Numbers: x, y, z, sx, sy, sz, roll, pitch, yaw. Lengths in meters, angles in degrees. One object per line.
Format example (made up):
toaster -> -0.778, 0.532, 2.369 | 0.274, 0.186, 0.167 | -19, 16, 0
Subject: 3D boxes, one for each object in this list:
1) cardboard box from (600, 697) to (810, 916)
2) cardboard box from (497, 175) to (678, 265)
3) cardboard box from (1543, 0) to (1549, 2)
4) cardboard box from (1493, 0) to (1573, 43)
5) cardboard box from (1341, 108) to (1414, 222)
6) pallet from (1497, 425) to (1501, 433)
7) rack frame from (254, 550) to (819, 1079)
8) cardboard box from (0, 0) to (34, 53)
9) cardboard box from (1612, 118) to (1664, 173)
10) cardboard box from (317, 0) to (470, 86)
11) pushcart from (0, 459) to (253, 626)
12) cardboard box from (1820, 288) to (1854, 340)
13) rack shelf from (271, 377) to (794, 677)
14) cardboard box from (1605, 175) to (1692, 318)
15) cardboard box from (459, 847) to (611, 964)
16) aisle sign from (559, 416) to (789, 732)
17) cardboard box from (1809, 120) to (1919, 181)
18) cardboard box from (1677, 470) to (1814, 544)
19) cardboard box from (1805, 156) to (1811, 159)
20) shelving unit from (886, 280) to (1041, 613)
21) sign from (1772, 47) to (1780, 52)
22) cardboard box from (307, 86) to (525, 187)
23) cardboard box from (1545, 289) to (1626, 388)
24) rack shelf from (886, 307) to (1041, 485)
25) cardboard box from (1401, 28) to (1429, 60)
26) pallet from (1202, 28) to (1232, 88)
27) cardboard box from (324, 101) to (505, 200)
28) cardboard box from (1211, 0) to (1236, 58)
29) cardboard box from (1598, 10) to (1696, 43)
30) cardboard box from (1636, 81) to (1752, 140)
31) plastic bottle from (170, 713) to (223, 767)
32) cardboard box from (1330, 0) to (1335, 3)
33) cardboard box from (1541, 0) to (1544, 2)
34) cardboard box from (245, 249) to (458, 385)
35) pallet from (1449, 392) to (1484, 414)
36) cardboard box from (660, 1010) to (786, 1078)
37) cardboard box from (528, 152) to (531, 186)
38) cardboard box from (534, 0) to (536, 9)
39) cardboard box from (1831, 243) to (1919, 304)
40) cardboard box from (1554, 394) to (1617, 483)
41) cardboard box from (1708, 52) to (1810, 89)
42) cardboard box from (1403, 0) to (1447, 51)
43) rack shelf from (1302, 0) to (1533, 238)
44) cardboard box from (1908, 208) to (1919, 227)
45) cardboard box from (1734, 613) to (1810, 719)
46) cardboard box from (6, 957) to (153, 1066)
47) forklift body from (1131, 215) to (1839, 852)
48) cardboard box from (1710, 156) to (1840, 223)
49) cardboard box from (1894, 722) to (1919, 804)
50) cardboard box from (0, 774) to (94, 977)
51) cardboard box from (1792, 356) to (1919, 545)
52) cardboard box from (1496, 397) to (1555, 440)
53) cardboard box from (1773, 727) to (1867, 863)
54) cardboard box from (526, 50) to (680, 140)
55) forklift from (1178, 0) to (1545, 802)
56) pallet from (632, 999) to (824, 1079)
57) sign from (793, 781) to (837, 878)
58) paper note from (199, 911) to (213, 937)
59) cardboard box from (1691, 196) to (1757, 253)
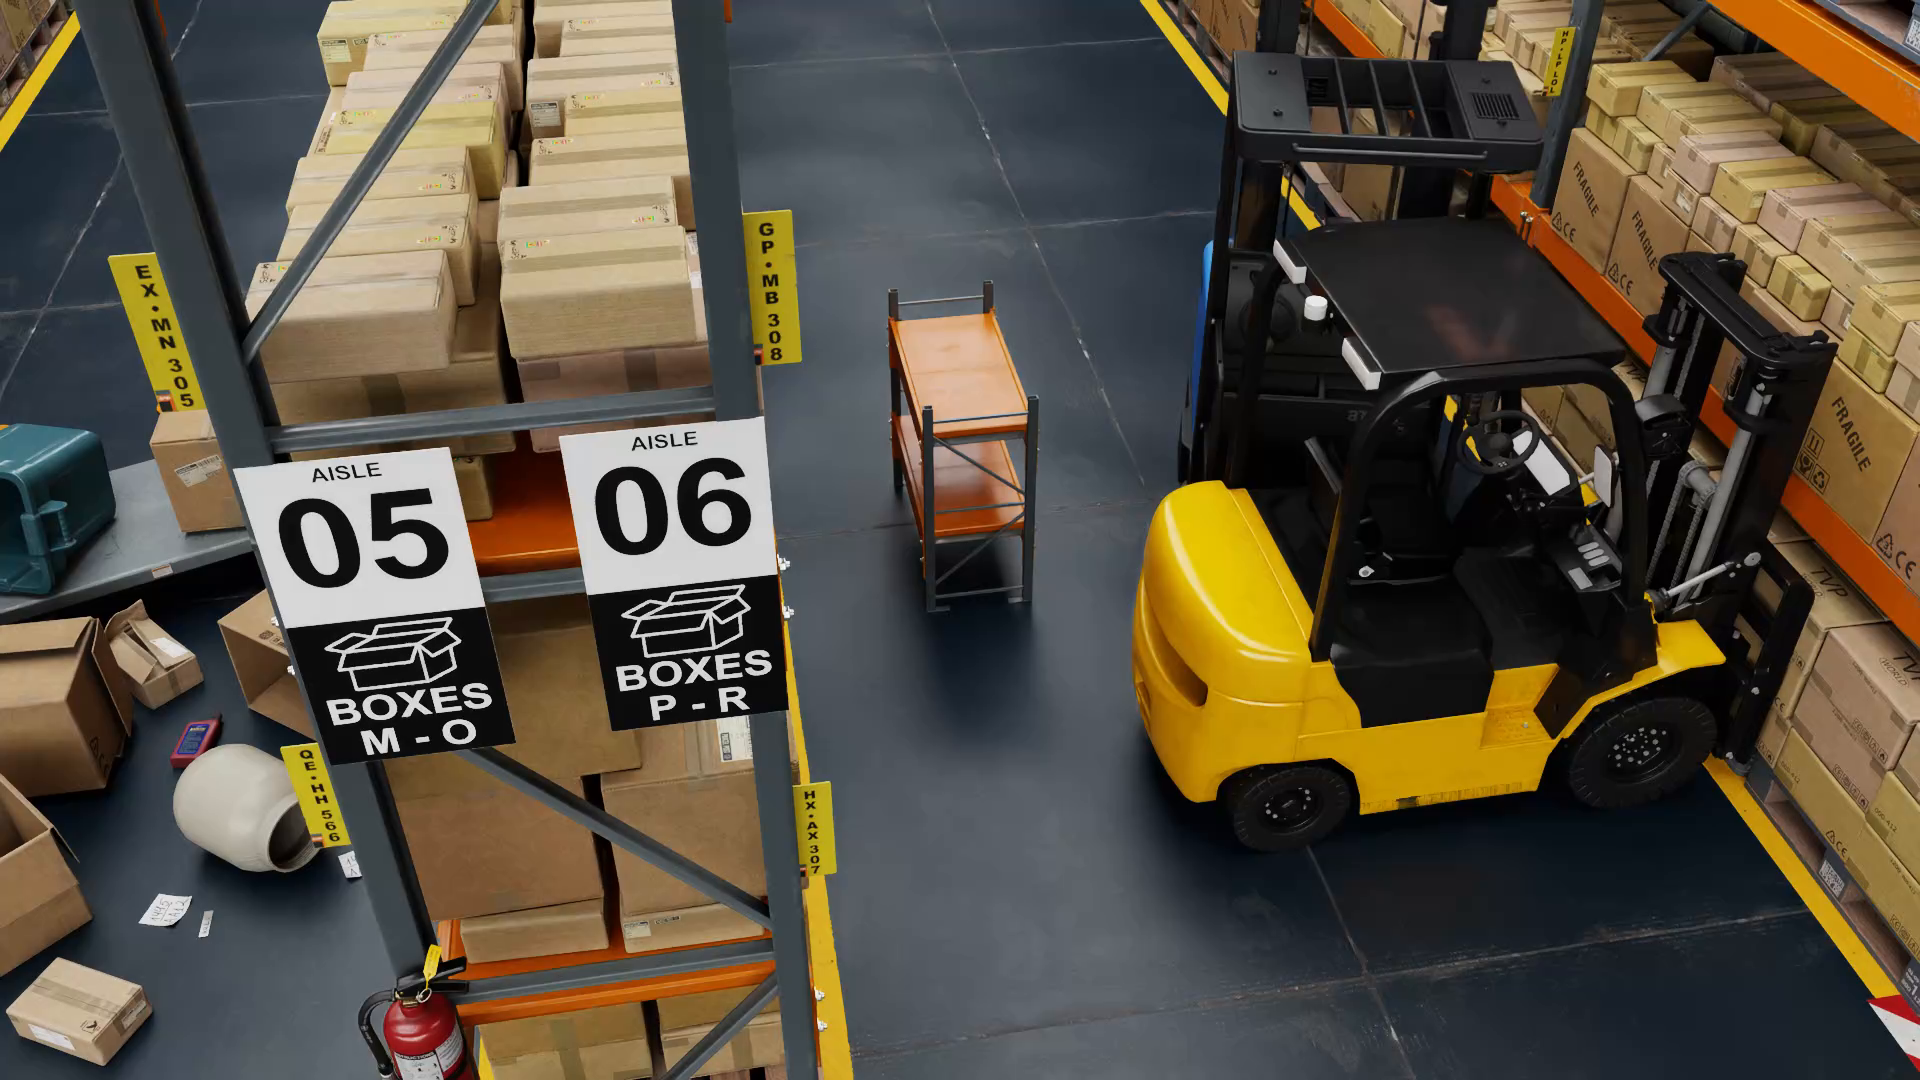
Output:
cardboard box -> -0.704, 0.641, 4.556 | 0.500, 0.500, 0.500 | -7, 38, -9
cardboard box -> -0.815, -0.673, 3.682 | 0.380, 0.149, 0.250 | -6, 38, -8
cardboard box -> 3.318, -2.993, 8.947 | 0.380, 0.149, 0.250 | -6, 38, -8
cardboard box -> 2.958, -2.624, 8.472 | 0.380, 0.149, 0.250 | -6, 38, -8
cardboard box -> 2.926, -2.304, 10.264 | 0.875, 0.625, 0.625 | -8, 39, -10
pallet -> 3.389, -0.252, 8.302 | 1.003, 0.211, 1.213 | -6, 38, -8
rack frame -> -0.894, 1.114, 4.271 | 1.000, 3.000, 0.127 | -6, 38, -8
cardboard box -> -7.386, -3.990, 12.535 | 0.500, 0.500, 0.500 | -7, 38, -9
cardboard box -> 3.135, -1.757, 7.356 | 0.380, 0.149, 0.250 | -5, 38, -7
cardboard box -> -1.546, -1.381, 4.593 | 0.380, 0.149, 0.250 | -5, 38, -7
pushcart -> -3.831, 0.009, 7.831 | 1.648, 0.377, 0.936 | -20, 42, -23
cardboard box -> 3.452, -0.830, 6.163 | 0.380, 0.149, 0.250 | -6, 38, -8
rack shelf -> -1.244, -0.995, 5.127 | 1.077, 0.370, 4.000 | -6, 38, -8
cardboard box -> 3.219, -1.269, 7.257 | 0.500, 0.500, 0.500 | -6, 38, -7
cardboard box -> -1.170, 1.010, 4.609 | 0.380, 0.149, 0.250 | -5, 38, -6
aisle sign -> -0.578, 0.091, 3.468 | 0.394, 0.787, 0.004 | -6, 38, -8
cardboard box -> 3.813, -1.632, 6.953 | 0.380, 0.149, 0.250 | -7, 38, -9
cardboard box -> 3.330, -0.060, 6.866 | 0.500, 0.250, 0.500 | -7, 38, -9
cardboard box -> 3.717, -1.659, 7.230 | 0.380, 0.149, 0.250 | -5, 38, -7
shelving unit -> -0.001, -0.448, 7.810 | 0.538, 1.125, 1.048 | -6, 38, -8
sign -> 3.837, -2.272, 7.859 | 0.100, 0.325, 0.005 | -6, 38, -8
cardboard box -> -1.431, -1.026, 4.460 | 0.500, 0.250, 0.500 | -5, 38, -7
cardboard box -> 3.067, -0.987, 8.060 | 0.500, 0.250, 0.500 | -7, 38, -9
rack shelf -> -0.001, -0.679, 7.631 | 0.538, 0.278, 1.000 | -6, 38, -8
cardboard box -> 2.795, -2.662, 9.253 | 0.500, 0.250, 0.500 | -6, 38, -8
pallet -> 2.496, -3.608, 12.622 | 1.003, 0.211, 1.213 | -6, 38, -8
cardboard box -> -1.308, -0.930, 4.011 | 0.380, 0.149, 0.250 | -6, 38, -8
cardboard box -> 2.227, -3.969, 12.509 | 0.500, 0.500, 0.500 | -7, 38, -9
cardboard box -> 3.445, -2.537, 8.360 | 0.380, 0.149, 0.250 | -7, 38, -9
cardboard box -> 3.207, -1.880, 7.273 | 0.380, 0.149, 0.250 | -6, 38, -7
plastic bottle -> -3.215, 0.839, 7.020 | 0.133, 0.061, 0.283 | 0, 38, 0
cardboard box -> 2.510, -3.596, 10.456 | 0.500, 0.250, 0.500 | -7, 38, -9
cardboard box -> 3.297, -2.926, 9.187 | 0.500, 0.250, 0.500 | -7, 38, -9
cardboard box -> -1.244, -0.459, 3.405 | 0.380, 0.149, 0.250 | -6, 38, -8
pallet -> 3.123, -1.178, 9.494 | 1.003, 0.211, 1.213 | -6, 38, -8
cardboard box -> -0.763, 1.517, 5.651 | 0.500, 0.250, 0.500 | -7, 38, -8
cardboard box -> -0.798, -0.766, 4.126 | 0.500, 0.250, 0.500 | -7, 38, -9
cardboard box -> -1.088, -1.693, 5.318 | 0.500, 0.250, 0.500 | -7, 38, -9
cardboard box -> 3.447, -0.955, 6.081 | 0.380, 0.149, 0.250 | -6, 38, -7
cardboard box -> 3.162, -0.486, 7.822 | 0.500, 0.250, 0.500 | -6, 38, -8
cardboard box -> 3.645, -2.091, 7.544 | 0.380, 0.149, 0.250 | -6, 38, -8
cardboard box -> 2.772, -2.865, 9.107 | 0.500, 0.250, 0.500 | -6, 38, -7
rack shelf -> 2.940, -2.762, 9.847 | 1.077, 0.370, 4.000 | -6, 38, -8
cardboard box -> 3.851, -1.158, 6.342 | 0.380, 0.149, 0.250 | -5, 38, -7
cardboard box -> 3.411, 0.426, 6.648 | 0.500, 0.250, 0.500 | -7, 38, -9
cardboard box -> -3.112, 1.666, 5.885 | 0.380, 0.149, 0.250 | 13, 40, 16
forklift body -> 1.864, -0.036, 6.443 | 2.313, 2.155, 1.214 | -6, 38, -8
cardboard box -> 3.259, -1.405, 6.661 | 0.380, 0.149, 0.250 | -7, 38, -9
cardboard box -> 3.605, 0.858, 5.684 | 0.500, 0.250, 0.500 | -5, 38, -6
cardboard box -> -3.694, 1.311, 6.052 | 0.637, 0.503, 0.797 | 27, 45, 30
cardboard box -> 3.476, -0.355, 6.080 | 0.500, 0.500, 0.500 | -7, 38, -9
cardboard box -> 3.050, -0.590, 8.364 | 0.500, 0.250, 0.500 | -6, 38, -7
cardboard box -> 3.521, 0.947, 6.385 | 0.500, 0.250, 0.500 | -6, 38, -8
cardboard box -> -0.907, -1.130, 4.269 | 0.380, 0.149, 0.250 | -6, 38, -8
forklift -> 1.590, -0.909, 6.931 | 1.130, 2.935, 3.031 | 4, 38, 5
pallet -> -1.015, 1.675, 5.822 | 1.003, 0.211, 1.213 | -6, 38, -8
sign -> -0.360, 0.714, 4.081 | 0.100, 0.325, 0.005 | -6, 38, -8
paper note -> -2.846, 1.448, 6.277 | 0.032, 0.001, 0.123 | -6, 38, -8
cardboard box -> 3.223, -1.287, 6.751 | 0.380, 0.149, 0.250 | -7, 38, -8
